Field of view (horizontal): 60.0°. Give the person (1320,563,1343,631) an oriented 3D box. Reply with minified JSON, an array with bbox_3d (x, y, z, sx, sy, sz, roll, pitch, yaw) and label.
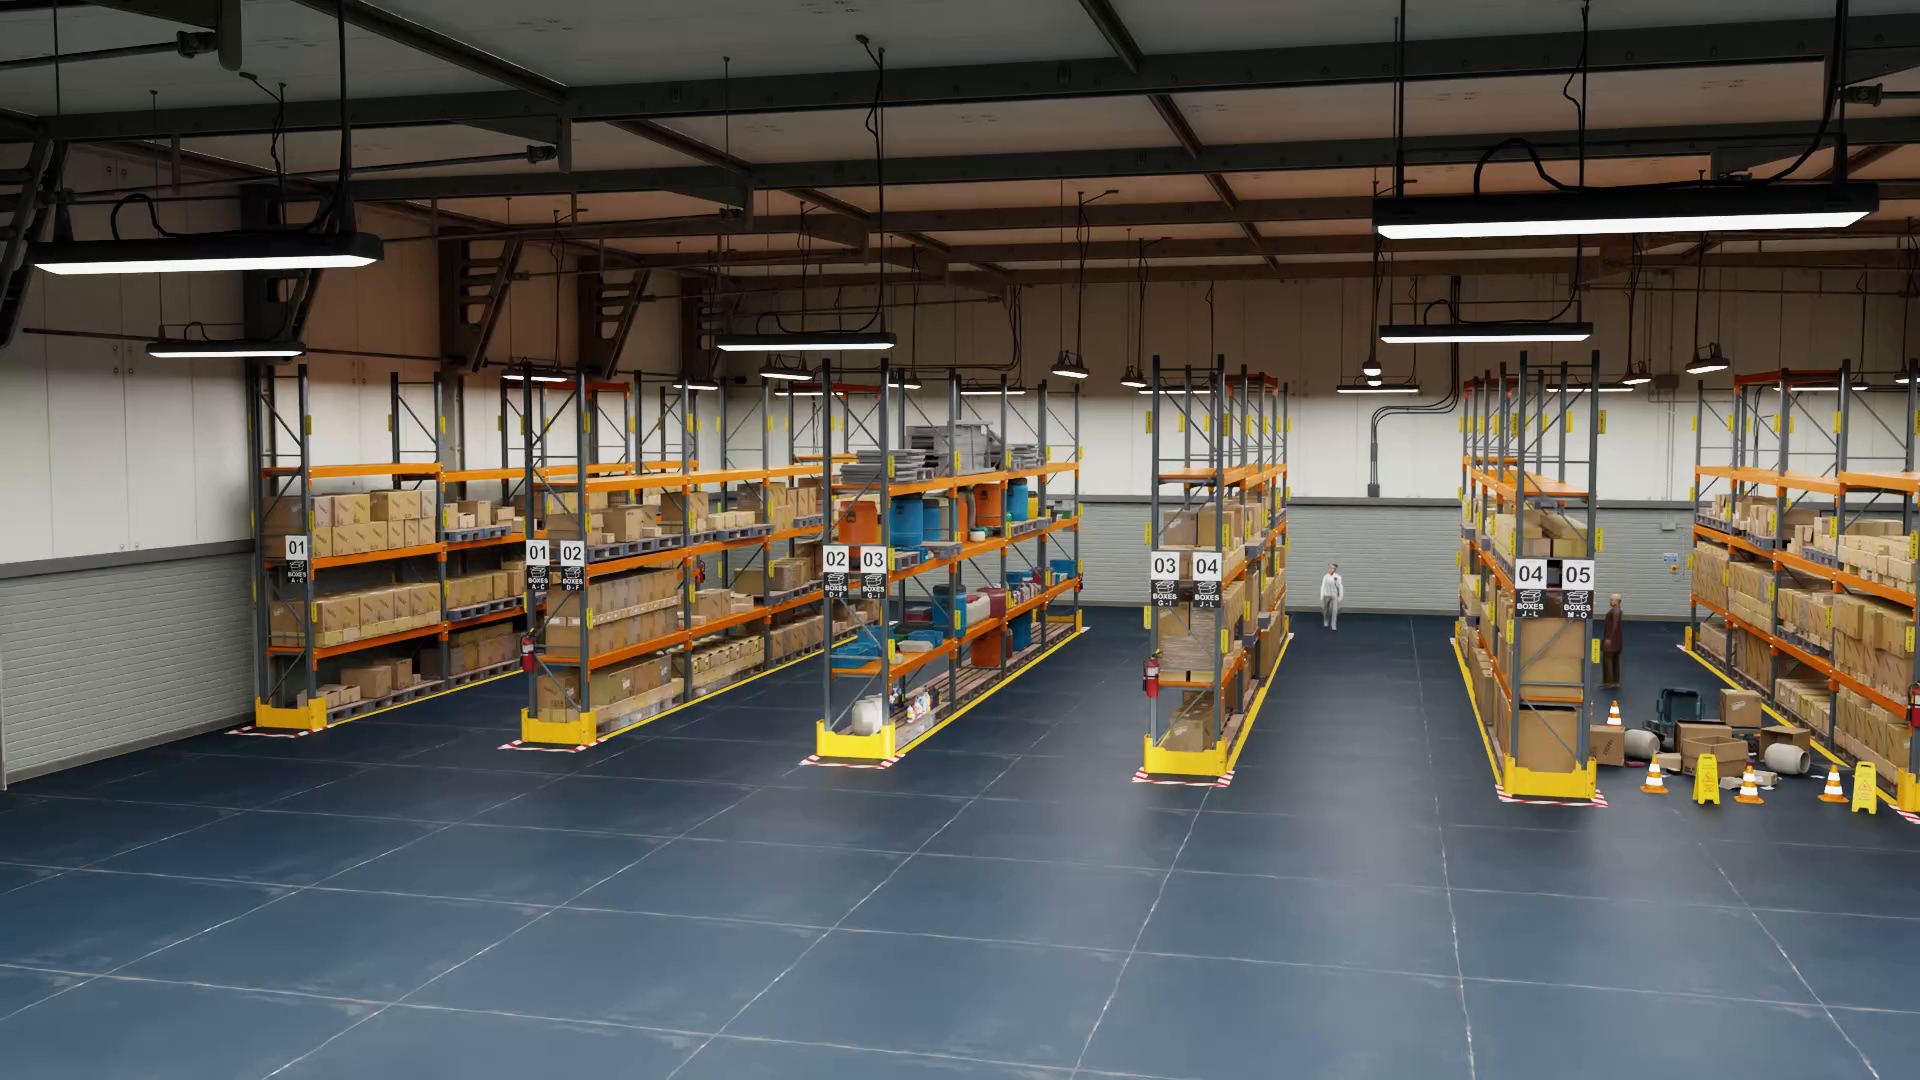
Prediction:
[{"bbox_3d":[9.098,1.372,40.707,0.552,1.641,0.952,1,4,9],"label":"person"}]

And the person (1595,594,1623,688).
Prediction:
[{"bbox_3d":[12.473,1.931,31.838,0.647,1.801,0.453,-4,6,-45],"label":"person"}]
